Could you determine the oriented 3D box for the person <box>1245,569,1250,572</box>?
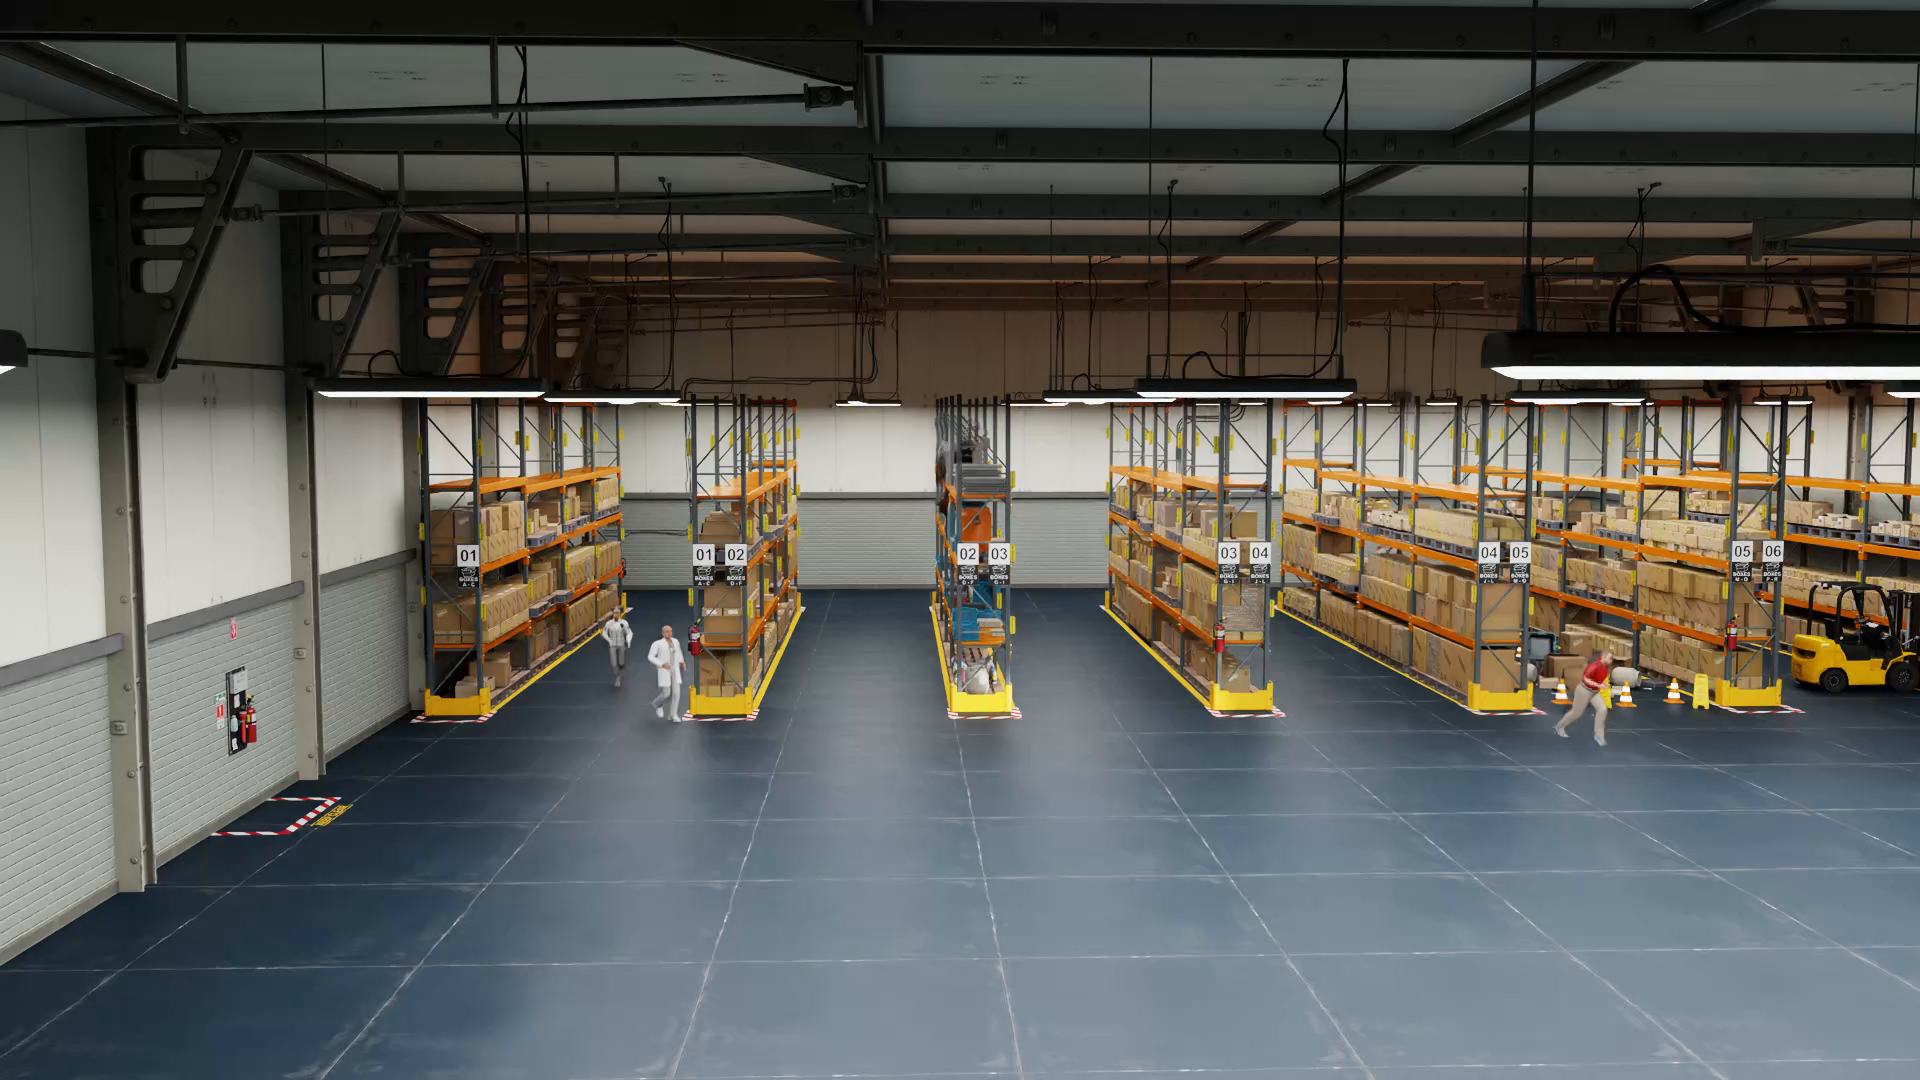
[{"bbox_3d":[7.981,1.249,46.078,0.709,1.764,0.824,-1,5,-9],"label":"person"}]

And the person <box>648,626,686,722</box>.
[{"bbox_3d":[-5.374,2.444,30.537,0.737,1.752,0.795,-4,6,-39],"label":"person"}]

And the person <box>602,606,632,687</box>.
[{"bbox_3d":[-7.102,2.197,34.457,0.616,1.660,0.531,-1,5,-9],"label":"person"}]

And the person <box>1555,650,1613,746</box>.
[{"bbox_3d":[10.729,2.691,28.575,0.707,1.697,1.007,-4,6,-42],"label":"person"}]

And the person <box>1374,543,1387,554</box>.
[{"bbox_3d":[12.696,0.857,50.498,0.694,1.778,0.641,-3,5,-29],"label":"person"}]
